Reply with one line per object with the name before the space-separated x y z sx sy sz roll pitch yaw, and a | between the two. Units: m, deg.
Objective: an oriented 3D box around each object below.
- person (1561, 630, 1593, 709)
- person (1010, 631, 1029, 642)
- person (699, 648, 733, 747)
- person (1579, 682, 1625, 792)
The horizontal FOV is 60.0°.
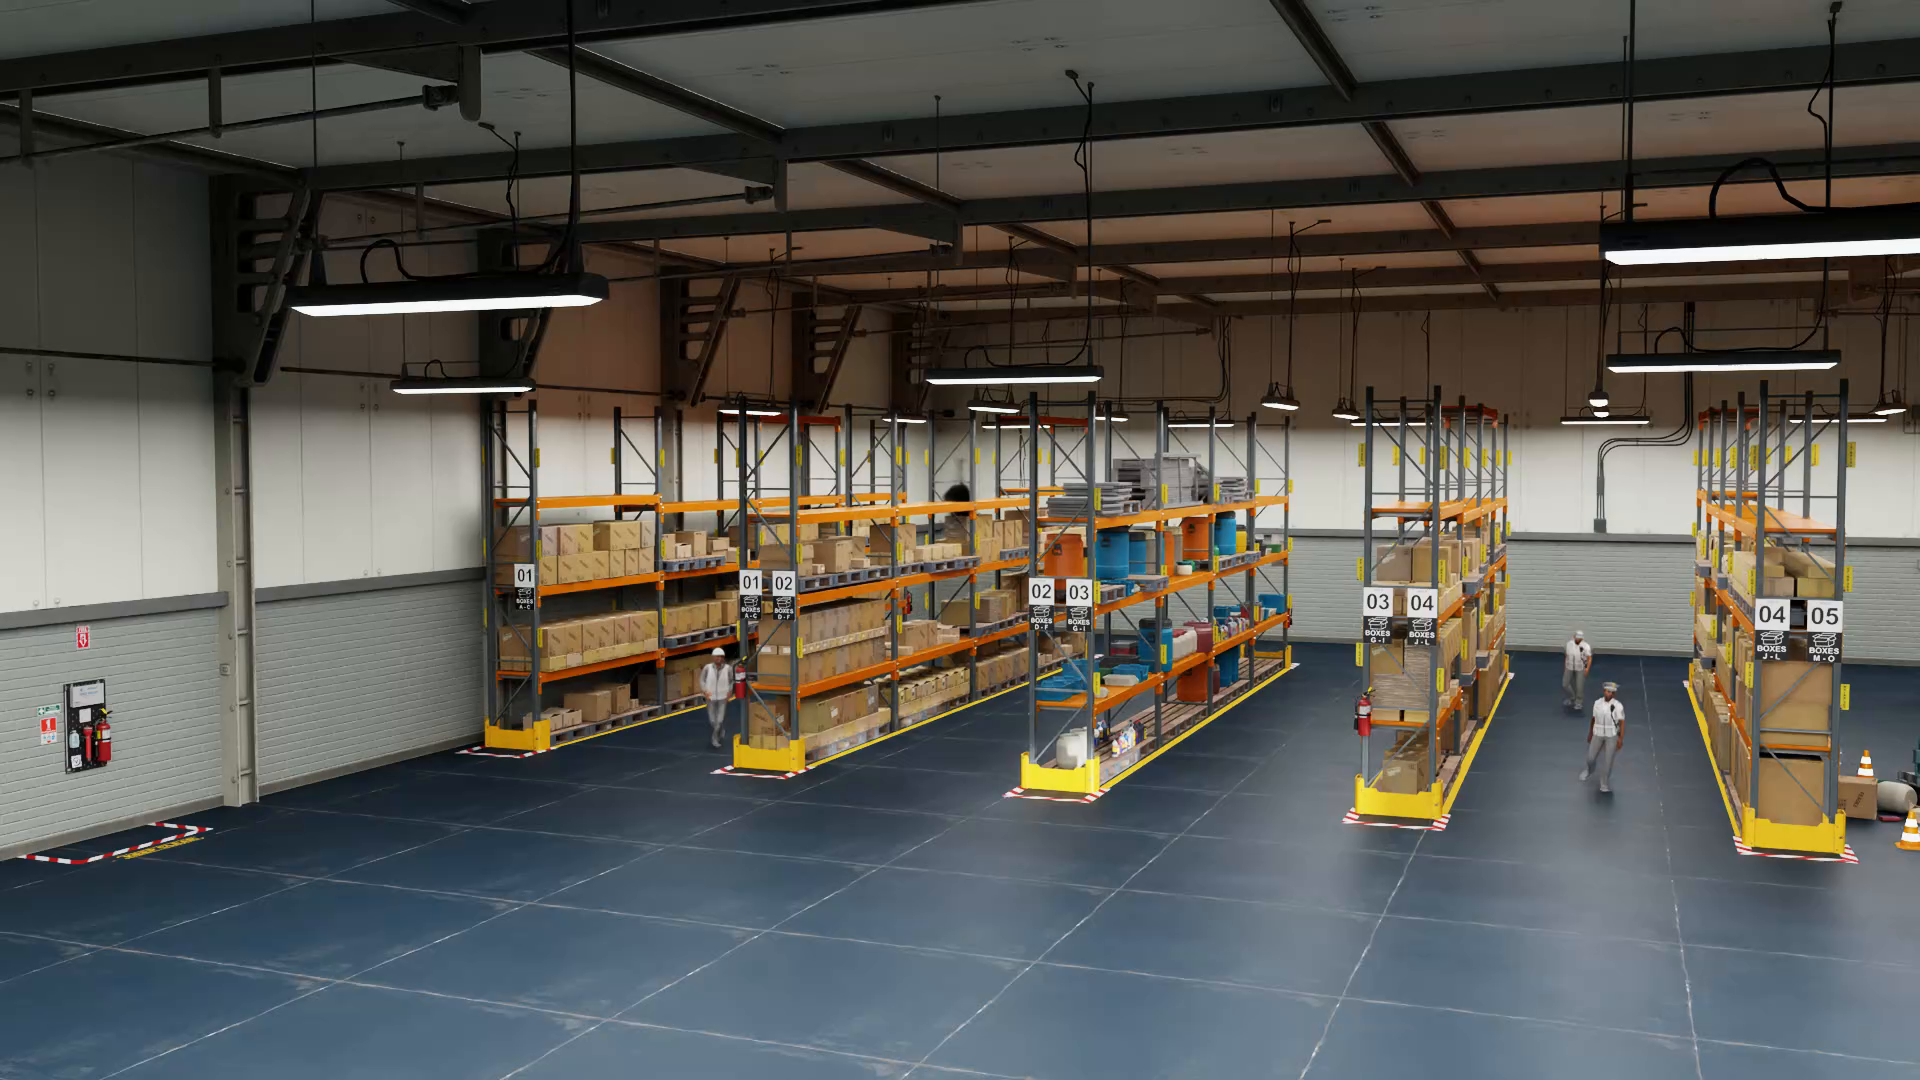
person | 12.239 2.571 33.005 0.626 1.612 0.592 2 3 36
person | 1.692 2.007 43.981 0.900 1.684 0.581 2 3 28
person | -4.211 2.723 28.981 0.652 1.727 0.608 0 3 -1
person | 9.665 2.941 25.025 0.693 1.652 0.537 2 3 34
